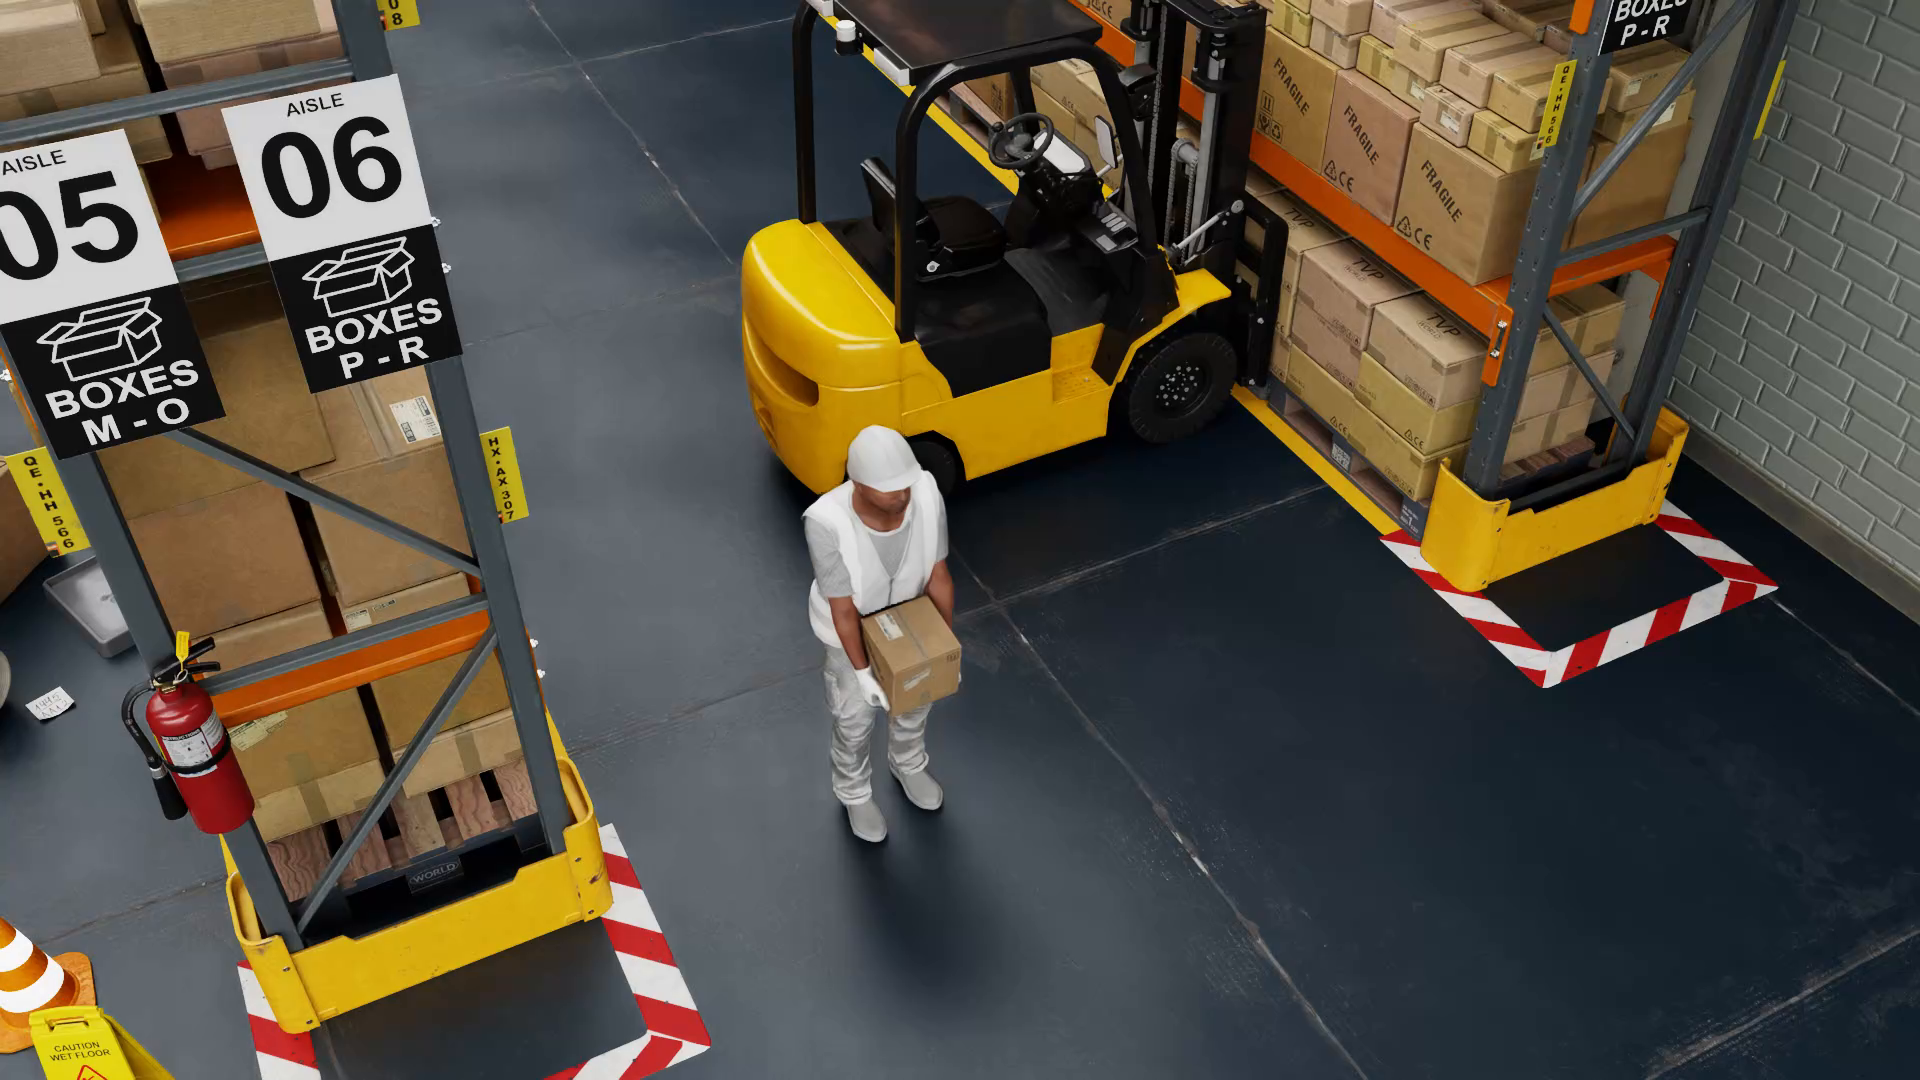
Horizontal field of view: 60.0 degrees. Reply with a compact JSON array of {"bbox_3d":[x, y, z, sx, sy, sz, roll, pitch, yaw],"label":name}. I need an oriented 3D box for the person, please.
[{"bbox_3d":[-0.245,0.341,5.755,0.492,1.773,0.587,-20,45,-21],"label":"person"}]
